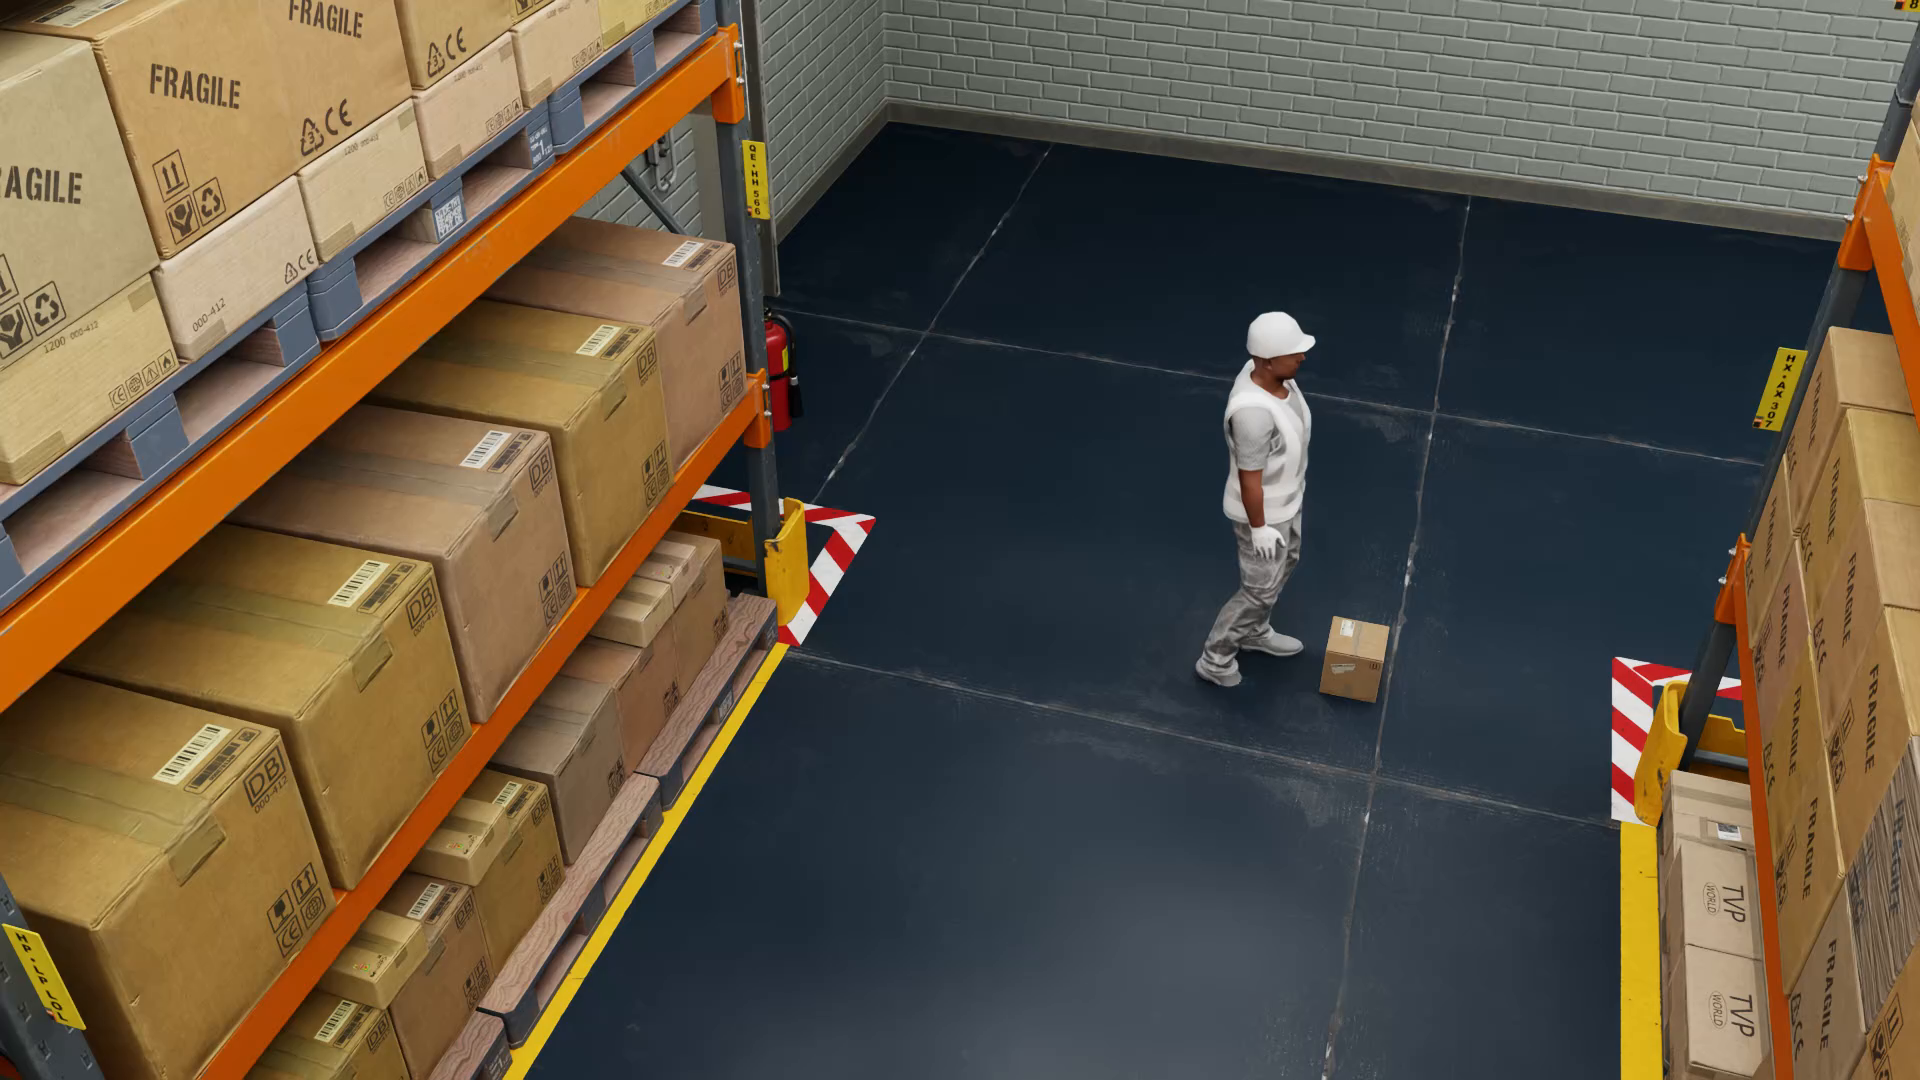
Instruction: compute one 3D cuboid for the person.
[{"bbox_3d":[1.329,-0.141,7.124,0.450,1.834,0.554,11,38,15],"label":"person"}]
